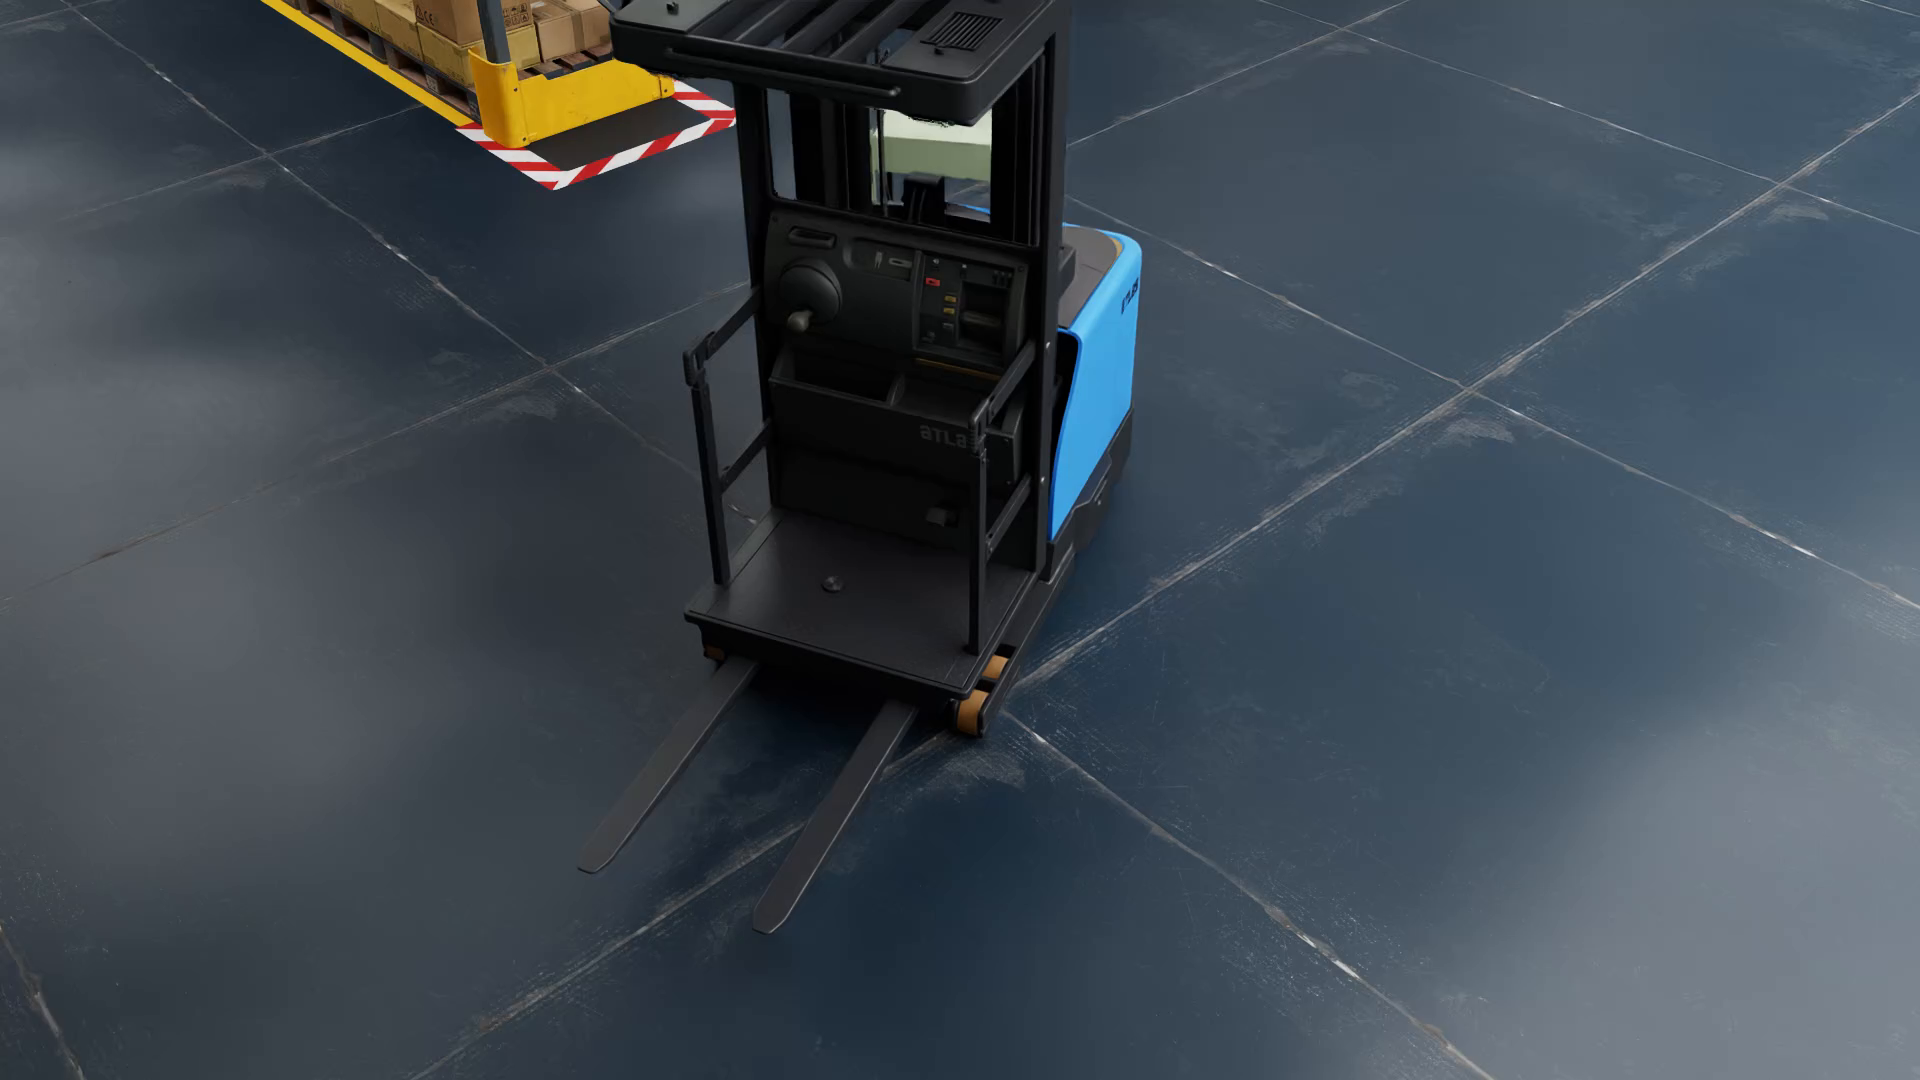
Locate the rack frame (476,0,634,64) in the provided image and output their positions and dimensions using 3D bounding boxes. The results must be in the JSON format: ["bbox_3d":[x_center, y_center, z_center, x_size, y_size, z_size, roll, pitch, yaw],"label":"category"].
[{"bbox_3d":[-2.272,-3.731,8.982,1.000,3.000,0.127,-30,48,-32],"label":"rack frame"}]

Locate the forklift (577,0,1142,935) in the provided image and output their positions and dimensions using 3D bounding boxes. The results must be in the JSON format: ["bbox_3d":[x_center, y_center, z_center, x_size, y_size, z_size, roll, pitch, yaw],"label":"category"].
[{"bbox_3d":[-0.300,-0.753,5.349,1.130,2.935,3.031,14,41,17],"label":"forklift"}]

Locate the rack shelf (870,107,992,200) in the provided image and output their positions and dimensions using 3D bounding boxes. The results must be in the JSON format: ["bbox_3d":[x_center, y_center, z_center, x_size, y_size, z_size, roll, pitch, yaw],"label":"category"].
[{"bbox_3d":[0.027,-1.593,6.905,0.720,0.370,0.431,7,39,8],"label":"rack shelf"}]

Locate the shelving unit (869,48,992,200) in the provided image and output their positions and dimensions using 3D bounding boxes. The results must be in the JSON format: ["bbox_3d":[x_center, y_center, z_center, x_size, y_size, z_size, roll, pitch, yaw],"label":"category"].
[{"bbox_3d":[0.027,-1.288,7.149,0.755,1.500,0.431,7,39,8],"label":"shelving unit"}]

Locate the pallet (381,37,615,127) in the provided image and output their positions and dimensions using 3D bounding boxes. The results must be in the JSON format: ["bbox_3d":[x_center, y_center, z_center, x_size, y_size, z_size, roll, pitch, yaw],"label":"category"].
[{"bbox_3d":[-2.820,-2.982,10.274,1.003,0.211,1.213,-30,48,-32],"label":"pallet"}]

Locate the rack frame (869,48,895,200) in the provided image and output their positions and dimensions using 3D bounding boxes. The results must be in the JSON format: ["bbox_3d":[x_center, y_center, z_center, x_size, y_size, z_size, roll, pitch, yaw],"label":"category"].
[{"bbox_3d":[-0.333,-1.329,7.200,0.023,1.500,0.400,7,39,8],"label":"rack frame"}]

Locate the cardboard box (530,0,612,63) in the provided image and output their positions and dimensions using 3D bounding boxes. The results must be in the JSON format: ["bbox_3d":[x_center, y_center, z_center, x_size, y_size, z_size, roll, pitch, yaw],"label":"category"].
[{"bbox_3d":[-2.470,-3.167,10.138,0.500,0.250,0.500,-30,48,-32],"label":"cardboard box"}]

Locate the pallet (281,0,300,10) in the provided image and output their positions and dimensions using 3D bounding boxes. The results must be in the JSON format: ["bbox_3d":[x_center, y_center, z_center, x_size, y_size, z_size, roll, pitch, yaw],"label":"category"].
[{"bbox_3d":[-4.470,-4.111,11.672,1.003,0.211,1.213,-30,48,-32],"label":"pallet"}]

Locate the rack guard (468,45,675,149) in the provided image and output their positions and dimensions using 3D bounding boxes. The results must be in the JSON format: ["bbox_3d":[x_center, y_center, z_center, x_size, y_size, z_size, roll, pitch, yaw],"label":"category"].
[{"bbox_3d":[-2.255,-2.747,9.754,1.175,0.500,0.348,-30,48,-32],"label":"rack guard"}]

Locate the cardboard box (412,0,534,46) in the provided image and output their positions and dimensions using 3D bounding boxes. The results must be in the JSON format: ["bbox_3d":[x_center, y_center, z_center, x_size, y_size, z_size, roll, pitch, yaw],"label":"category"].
[{"bbox_3d":[-2.854,-3.238,9.629,0.500,0.500,0.500,-30,48,-32],"label":"cardboard box"}]

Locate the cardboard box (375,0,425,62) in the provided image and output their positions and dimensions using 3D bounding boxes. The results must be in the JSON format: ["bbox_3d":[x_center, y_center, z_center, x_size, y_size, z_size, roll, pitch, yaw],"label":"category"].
[{"bbox_3d":[-3.199,-3.173,10.146,0.500,0.250,0.500,-30,48,-32],"label":"cardboard box"}]

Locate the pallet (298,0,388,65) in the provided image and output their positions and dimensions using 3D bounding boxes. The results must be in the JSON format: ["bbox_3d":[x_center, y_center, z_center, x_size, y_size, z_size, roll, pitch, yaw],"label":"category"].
[{"bbox_3d":[-3.641,-3.546,10.973,1.003,0.211,1.213,-30,48,-32],"label":"pallet"}]

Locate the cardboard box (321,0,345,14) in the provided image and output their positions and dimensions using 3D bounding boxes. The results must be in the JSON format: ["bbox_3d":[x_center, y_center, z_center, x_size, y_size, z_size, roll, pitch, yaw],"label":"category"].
[{"bbox_3d":[-3.875,-3.636,10.719,0.500,0.250,0.500,-30,48,-32],"label":"cardboard box"}]

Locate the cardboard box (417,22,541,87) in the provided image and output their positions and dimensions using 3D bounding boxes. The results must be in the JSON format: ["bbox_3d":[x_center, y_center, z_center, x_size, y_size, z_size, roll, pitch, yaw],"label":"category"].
[{"bbox_3d":[-2.852,-2.947,9.866,0.500,0.250,0.500,-30,48,-32],"label":"cardboard box"}]

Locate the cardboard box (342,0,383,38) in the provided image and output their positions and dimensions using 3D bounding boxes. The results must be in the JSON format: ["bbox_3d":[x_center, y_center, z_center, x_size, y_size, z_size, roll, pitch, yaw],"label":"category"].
[{"bbox_3d":[-3.538,-3.404,10.432,0.500,0.250,0.500,-30,48,-32],"label":"cardboard box"}]
